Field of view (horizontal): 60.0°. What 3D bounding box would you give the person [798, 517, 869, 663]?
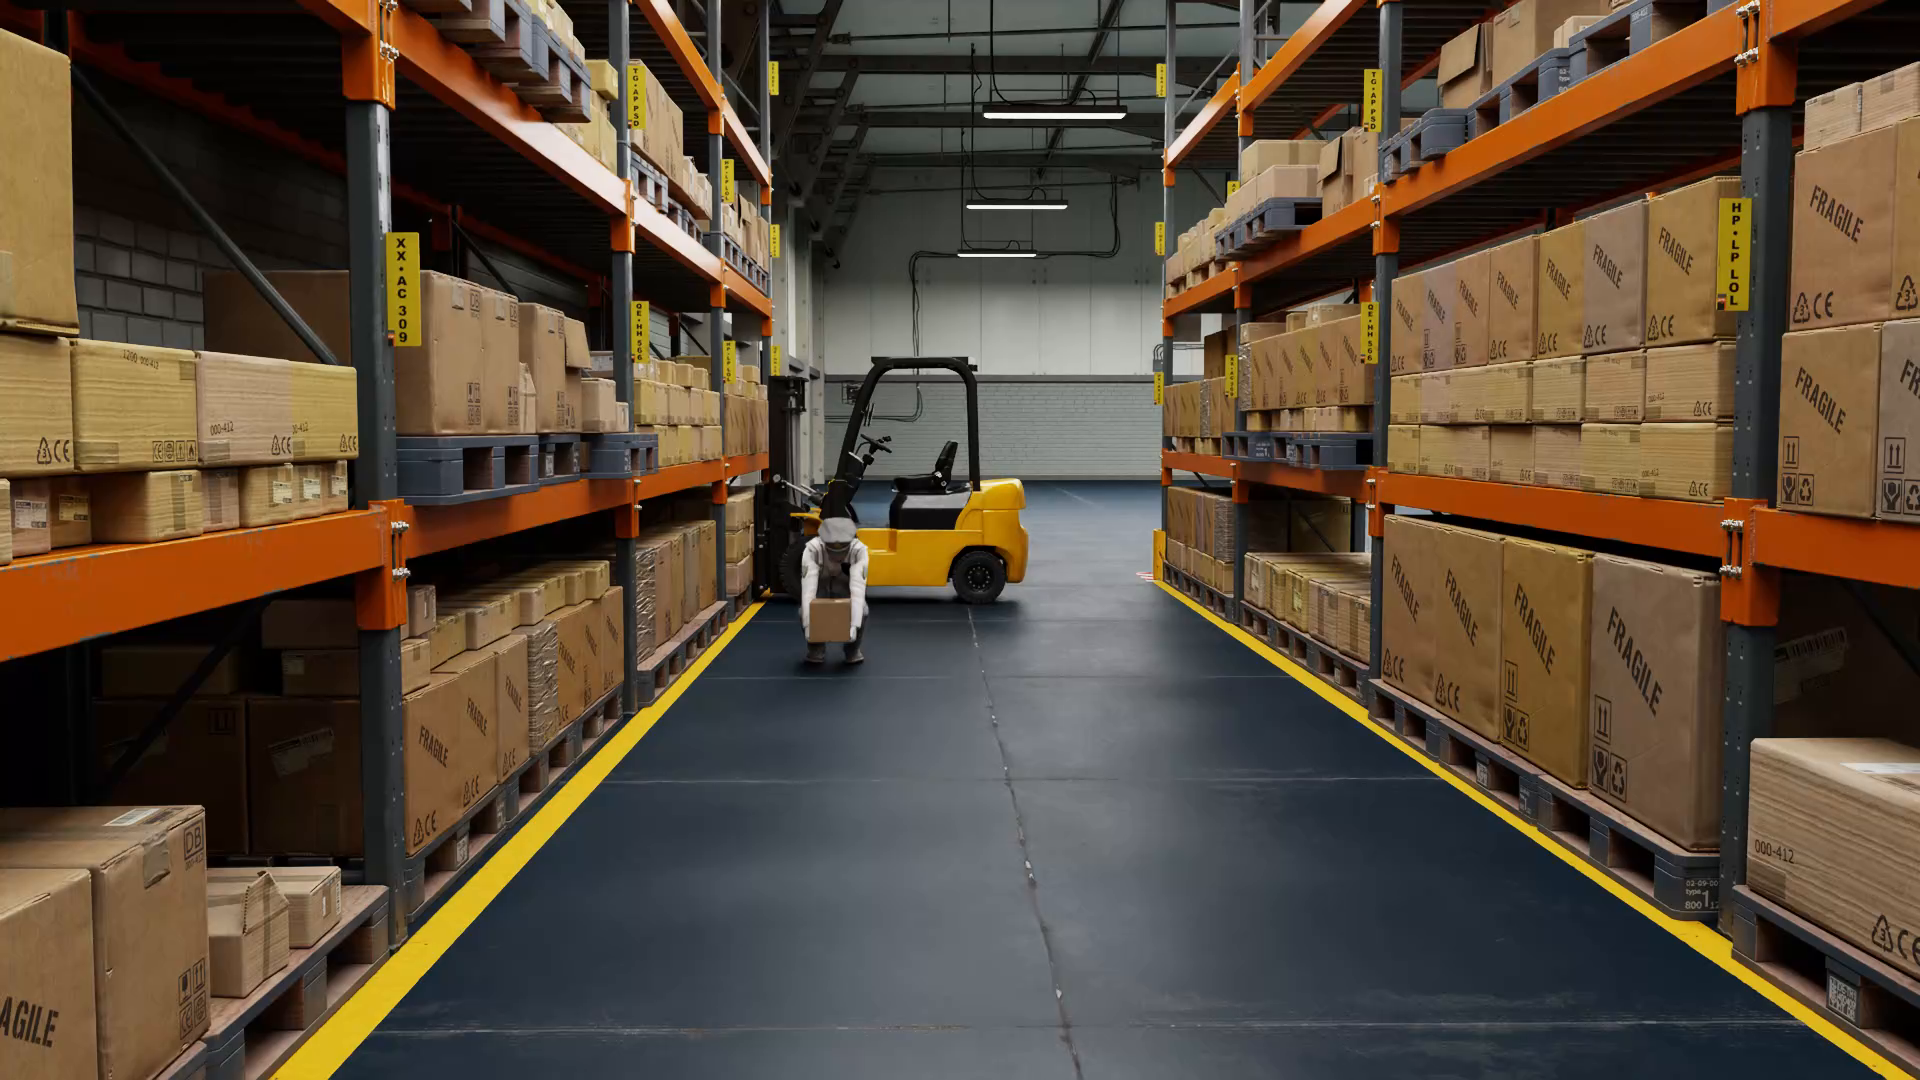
[{"bbox_3d":[-0.821,0.328,10.810,0.457,0.980,0.860,0,4,-3],"label":"person"}]
